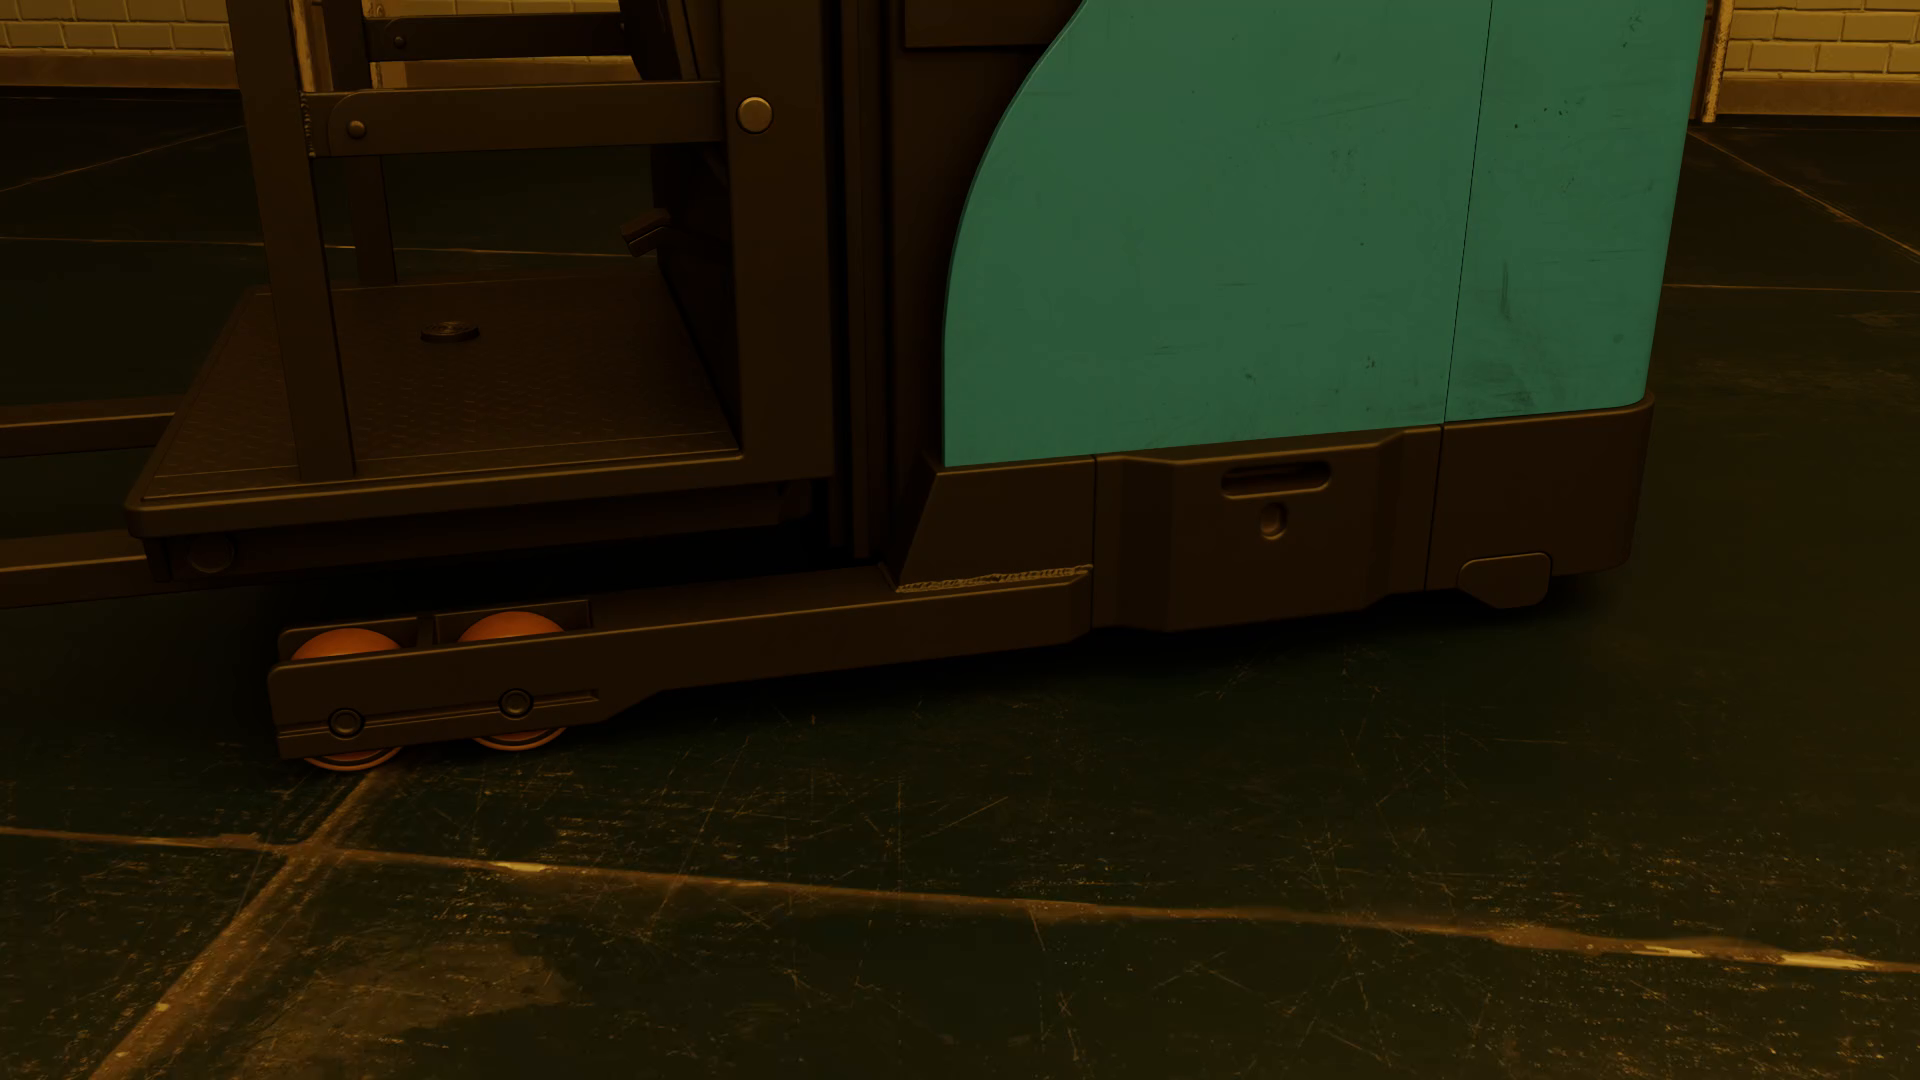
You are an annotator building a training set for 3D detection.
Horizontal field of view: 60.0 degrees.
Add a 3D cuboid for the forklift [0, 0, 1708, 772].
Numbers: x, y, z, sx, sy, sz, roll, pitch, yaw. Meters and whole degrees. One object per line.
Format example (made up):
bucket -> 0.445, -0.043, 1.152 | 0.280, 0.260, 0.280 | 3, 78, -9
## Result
forklift -> -0.588, -1.301, 1.985 | 3.031, 2.935, 1.130 | -6, 23, -14
